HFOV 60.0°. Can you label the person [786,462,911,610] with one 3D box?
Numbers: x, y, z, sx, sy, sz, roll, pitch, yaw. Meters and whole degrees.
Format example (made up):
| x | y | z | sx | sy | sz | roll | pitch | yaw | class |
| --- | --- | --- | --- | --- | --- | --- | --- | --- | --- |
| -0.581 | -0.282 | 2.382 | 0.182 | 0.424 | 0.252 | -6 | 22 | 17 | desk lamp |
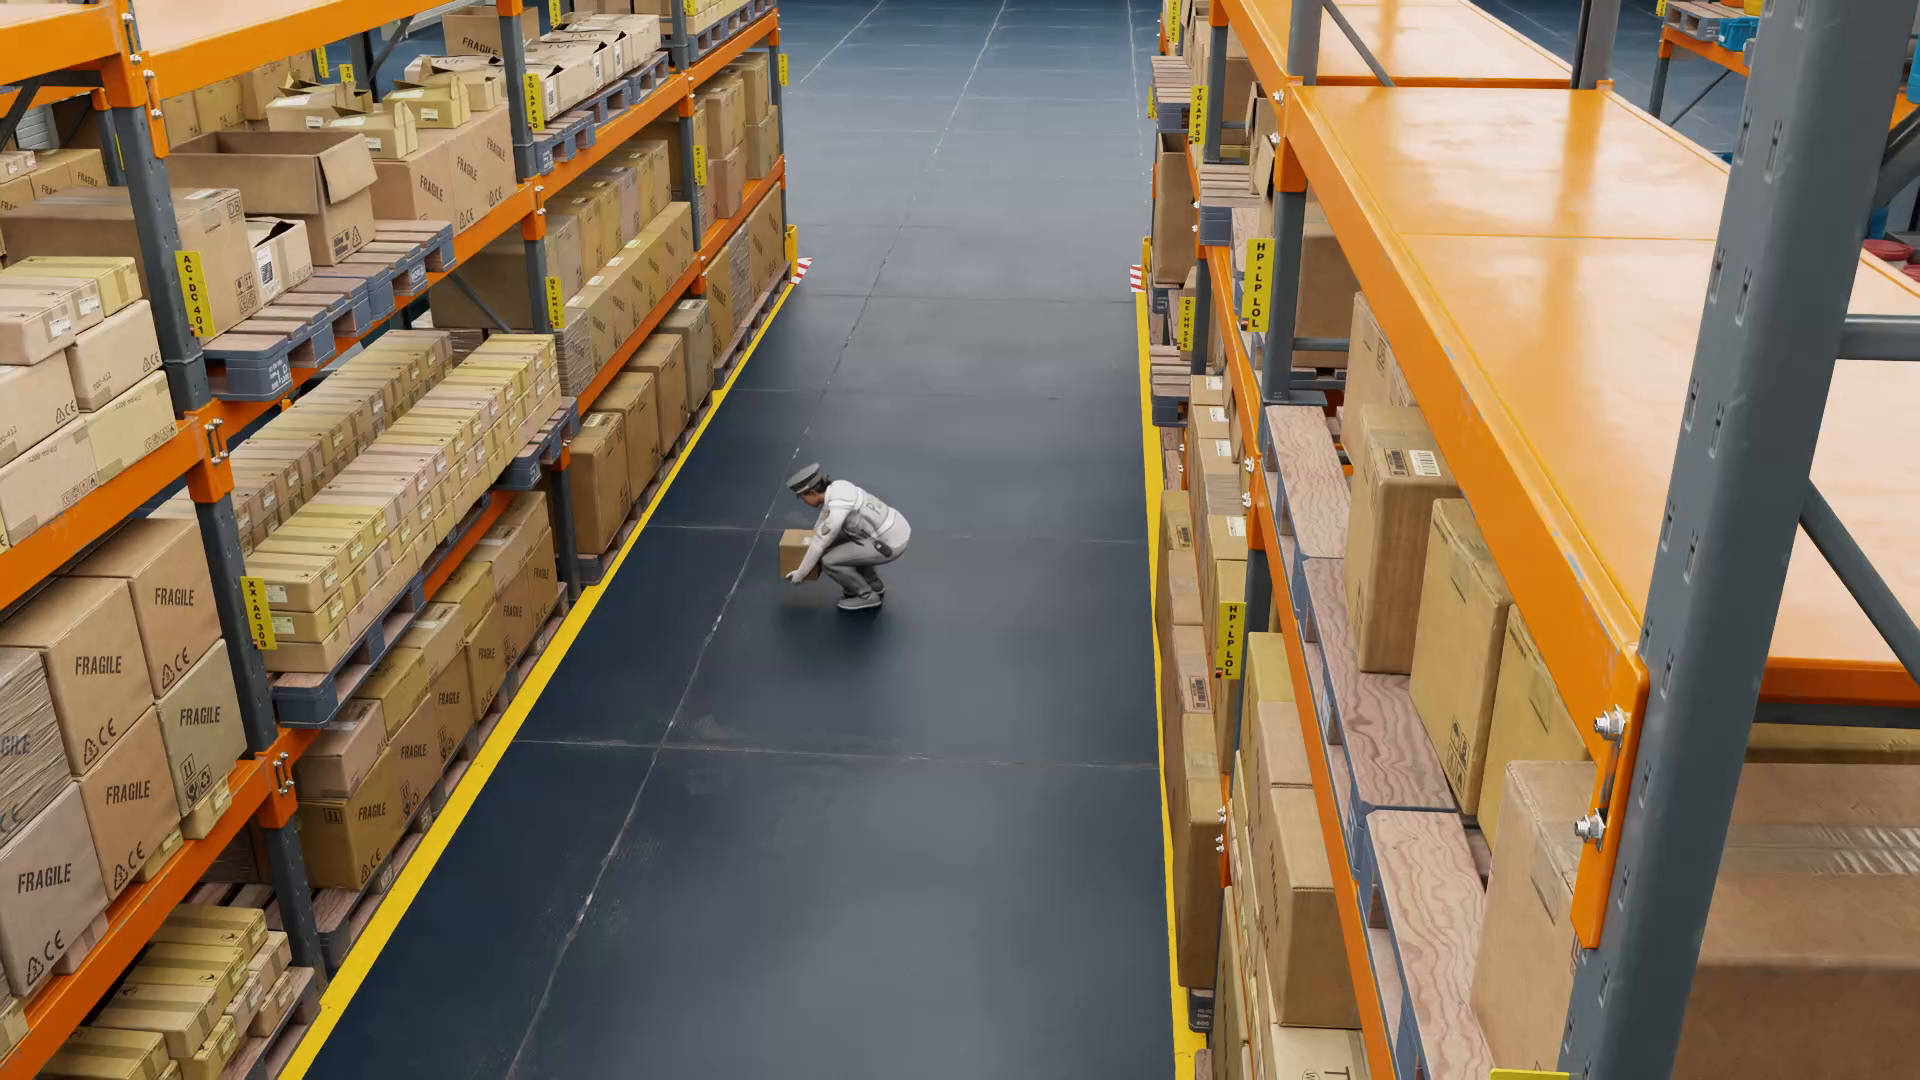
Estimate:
| x | y | z | sx | sy | sz | roll | pitch | yaw | class |
| --- | --- | --- | --- | --- | --- | --- | --- | --- | --- |
| -0.732 | -0.038 | 10.897 | 0.811 | 0.993 | 0.463 | 1 | 25 | 3 | person |
